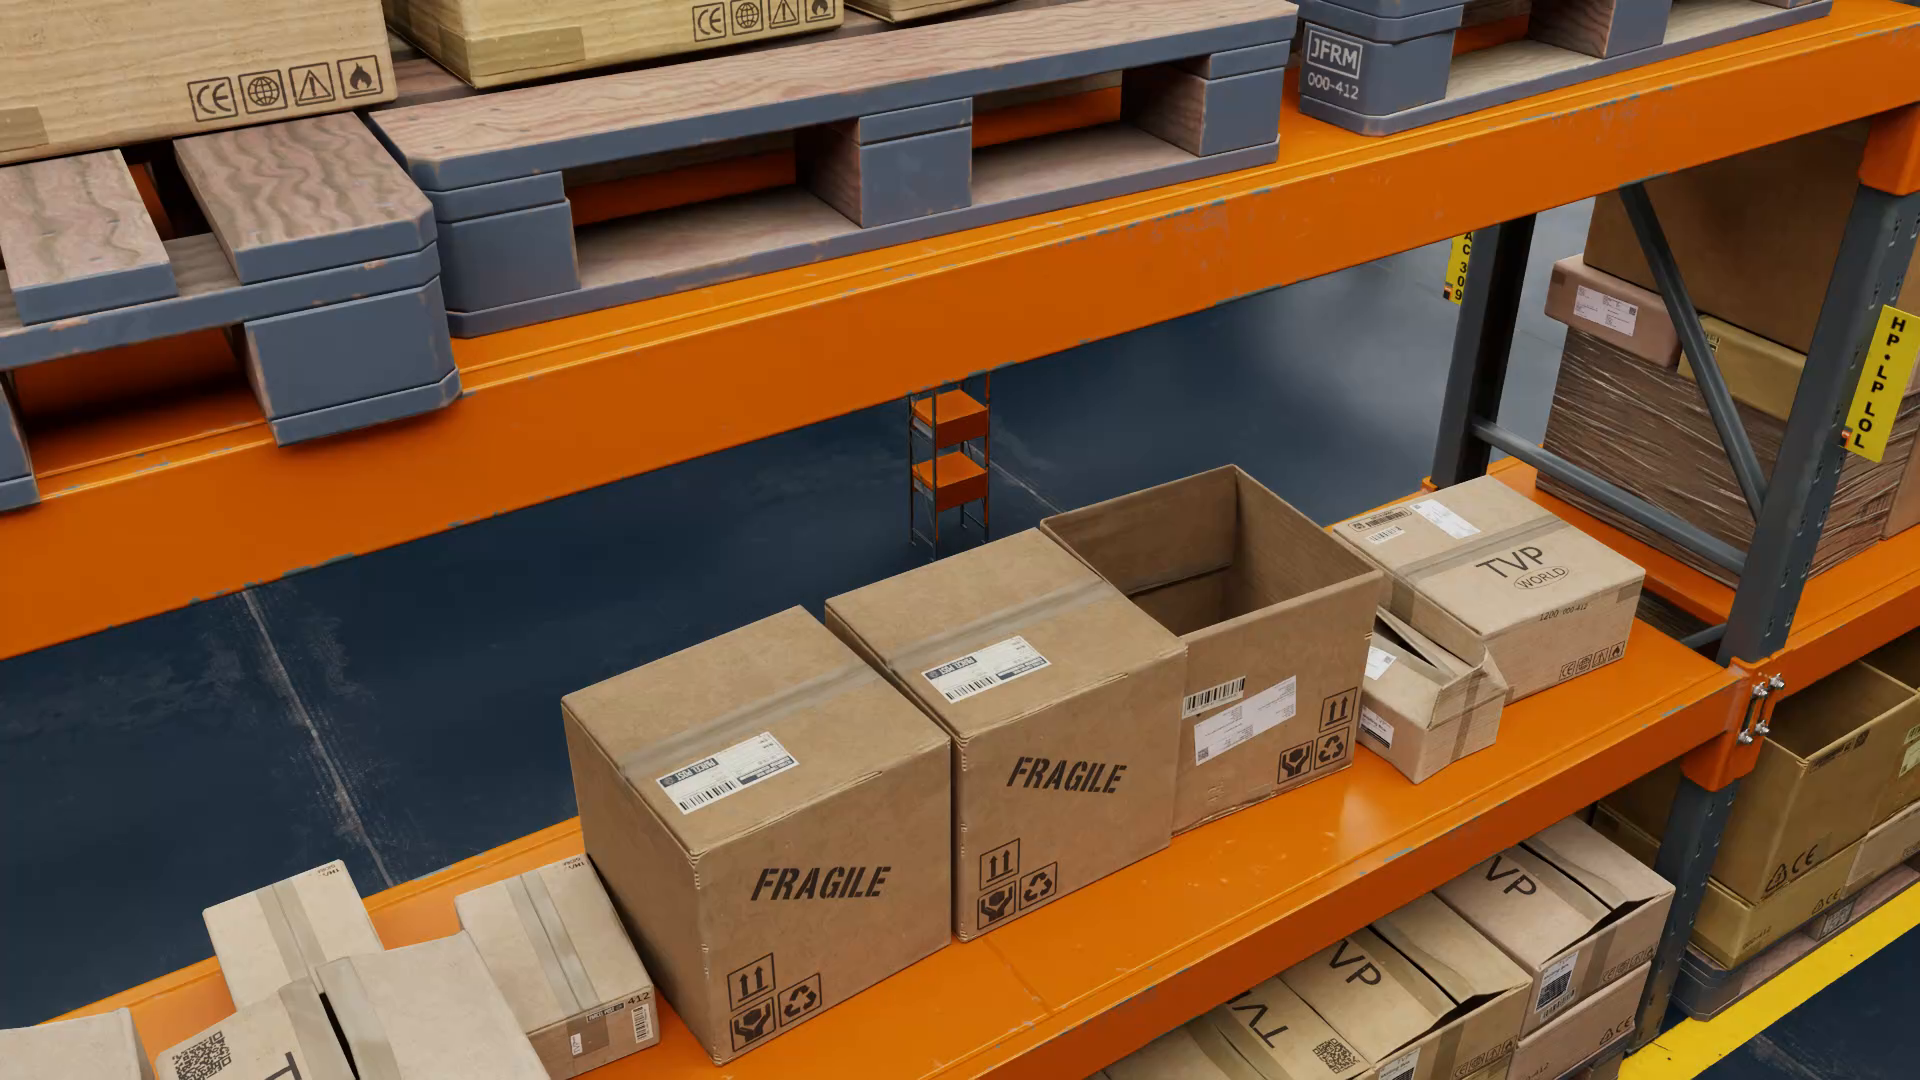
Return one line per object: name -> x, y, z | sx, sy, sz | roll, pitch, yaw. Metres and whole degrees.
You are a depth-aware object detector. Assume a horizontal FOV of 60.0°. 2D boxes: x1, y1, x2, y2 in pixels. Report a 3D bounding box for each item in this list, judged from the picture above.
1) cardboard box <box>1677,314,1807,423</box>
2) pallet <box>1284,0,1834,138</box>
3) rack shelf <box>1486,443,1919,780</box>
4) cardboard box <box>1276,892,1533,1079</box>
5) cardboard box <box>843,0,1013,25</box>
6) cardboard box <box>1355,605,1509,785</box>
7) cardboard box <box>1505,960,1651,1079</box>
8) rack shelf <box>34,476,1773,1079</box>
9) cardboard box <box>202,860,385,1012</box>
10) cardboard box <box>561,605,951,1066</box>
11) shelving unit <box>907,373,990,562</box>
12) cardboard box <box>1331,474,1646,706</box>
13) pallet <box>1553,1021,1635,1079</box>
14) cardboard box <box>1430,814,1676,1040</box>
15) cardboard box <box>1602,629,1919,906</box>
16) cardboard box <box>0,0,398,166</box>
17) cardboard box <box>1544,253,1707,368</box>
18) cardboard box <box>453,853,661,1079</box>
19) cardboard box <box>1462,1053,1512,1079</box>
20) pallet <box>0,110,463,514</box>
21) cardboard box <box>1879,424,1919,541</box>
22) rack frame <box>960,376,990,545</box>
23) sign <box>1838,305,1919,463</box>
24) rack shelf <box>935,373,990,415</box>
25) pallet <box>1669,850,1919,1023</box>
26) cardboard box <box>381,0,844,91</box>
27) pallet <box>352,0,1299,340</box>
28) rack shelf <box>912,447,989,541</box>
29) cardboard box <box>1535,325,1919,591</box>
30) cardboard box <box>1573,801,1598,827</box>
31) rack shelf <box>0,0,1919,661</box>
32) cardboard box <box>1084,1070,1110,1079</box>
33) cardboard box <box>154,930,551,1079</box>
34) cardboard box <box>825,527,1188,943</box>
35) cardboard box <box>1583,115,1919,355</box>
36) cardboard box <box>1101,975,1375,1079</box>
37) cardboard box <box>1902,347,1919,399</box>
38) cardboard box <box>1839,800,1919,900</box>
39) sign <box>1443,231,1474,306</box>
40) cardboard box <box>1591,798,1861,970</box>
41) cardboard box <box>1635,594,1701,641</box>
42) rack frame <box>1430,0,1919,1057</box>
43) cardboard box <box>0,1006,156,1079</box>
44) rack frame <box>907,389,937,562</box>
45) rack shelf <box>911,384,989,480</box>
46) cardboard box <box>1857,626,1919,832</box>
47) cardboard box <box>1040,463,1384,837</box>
cardboard box -> 1.930, -0.413, 3.891 | 0.250, 0.149, 0.380 | -19, 37, -27
pallet -> 0.865, -1.032, 2.943 | 1.217, 0.209, 0.805 | -21, 38, -29
rack shelf -> 3.280, -0.379, 5.214 | 4.000, 0.370, 1.077 | -19, 37, -27
cardboard box -> 0.980, 1.042, 3.945 | 0.500, 0.311, 0.500 | -18, 36, -26
cardboard box -> -0.041, -0.963, 2.401 | 0.500, 0.250, 0.500 | -22, 39, -31
cardboard box -> 0.960, 0.288, 3.608 | 0.258, 0.266, 0.396 | -20, 37, -28
cardboard box -> 1.408, 1.130, 4.331 | 0.500, 0.250, 0.500 | -19, 37, -28
rack shelf -> -0.082, 0.777, 3.381 | 4.000, 0.370, 1.077 | -19, 37, -27
cardboard box -> -1.156, 0.773, 2.948 | 0.250, 0.149, 0.380 | -19, 37, -27
cardboard box -> -0.361, 0.516, 3.026 | 0.500, 0.500, 0.500 | -21, 38, -30
shelving unit -> -0.045, -0.429, 6.445 | 0.252, 1.050, 0.215 | -19, 37, -27
cardboard box -> 1.209, 0.120, 3.889 | 0.500, 0.250, 0.500 | -17, 36, -24
pallet -> 1.001, 1.304, 4.484 | 1.213, 0.211, 1.003 | -19, 37, -27
cardboard box -> 1.414, 0.888, 4.188 | 0.500, 0.311, 0.500 | -19, 37, -27
cardboard box -> 2.159, 0.569, 4.517 | 0.500, 0.500, 0.500 | -19, 37, -27
cardboard box -> -0.981, -0.648, 1.901 | 0.500, 0.250, 0.500 | -18, 36, -26
cardboard box -> 1.712, -0.597, 4.183 | 0.250, 0.149, 0.380 | -19, 37, -27
cardboard box -> -0.721, 0.763, 2.964 | 0.250, 0.149, 0.380 | -16, 36, -24
cardboard box -> 0.982, 1.275, 4.100 | 0.500, 0.250, 0.500 | -20, 37, -28
pallet -> -1.241, -0.374, 1.897 | 1.003, 0.211, 1.213 | -17, 36, -25
cardboard box -> 2.409, -0.434, 4.533 | 0.500, 0.500, 0.700 | -19, 37, -28
rack frame -> 0.058, -0.464, 6.501 | 0.008, 1.050, 0.200 | -19, 37, -27
sign -> 1.902, -0.321, 3.436 | 0.005, 0.325, 0.100 | -19, 37, -27
rack shelf -> -0.045, -0.660, 6.300 | 0.240, 0.259, 0.215 | -19, 37, -27
pallet -> 2.290, 0.863, 5.184 | 1.213, 0.211, 1.003 | -19, 37, -27
cardboard box -> -0.494, -0.808, 2.155 | 0.500, 0.250, 0.500 | -20, 37, -28
pallet -> -0.302, -0.699, 2.412 | 1.213, 0.211, 1.003 | -17, 36, -25
rack shelf -> -0.045, -0.185, 6.599 | 0.240, 0.259, 0.215 | -19, 37, -27
cardboard box -> 1.969, -0.279, 4.287 | 0.500, 0.500, 0.700 | -20, 37, -28
cardboard box -> 1.871, 0.648, 5.095 | 0.500, 0.250, 0.500 | -19, 37, -27
rack shelf -> -0.082, -0.492, 2.581 | 4.000, 0.370, 1.077 | -19, 37, -27
cardboard box -> 0.135, 1.328, 3.491 | 0.500, 0.311, 0.500 | -19, 37, -28
cardboard box -> -0.906, 0.917, 2.568 | 0.500, 0.311, 0.500 | -19, 37, -28
cardboard box -> 0.081, 0.364, 3.268 | 0.500, 0.500, 0.500 | -19, 37, -27
cardboard box -> 1.969, -0.827, 3.941 | 0.500, 0.500, 0.700 | -19, 37, -27
cardboard box -> 0.560, 1.185, 3.718 | 0.500, 0.311, 0.500 | -19, 37, -27
cardboard box -> 2.141, -0.485, 4.006 | 0.250, 0.149, 0.380 | -18, 37, -27
cardboard box -> 2.576, 0.740, 4.950 | 0.500, 0.250, 0.500 | -19, 37, -27
sign -> 1.297, -0.753, 4.247 | 0.005, 0.325, 0.100 | -19, 37, -27
cardboard box -> 2.153, 0.882, 4.724 | 0.500, 0.250, 0.500 | -19, 37, -27
cardboard box -> 2.297, 0.191, 5.116 | 0.500, 0.500, 0.500 | -19, 37, -27
rack frame -> 1.599, -0.105, 4.106 | 0.127, 3.000, 1.000 | -19, 37, -27
cardboard box -> -1.433, 1.003, 2.432 | 0.500, 0.311, 0.500 | -17, 36, -24
rack frame -> -0.148, -0.393, 6.390 | 0.008, 1.050, 0.200 | -19, 37, -27
rack shelf -> -0.045, -0.420, 6.451 | 0.240, 0.259, 0.215 | -19, 37, -27
cardboard box -> 2.575, 0.421, 4.752 | 0.500, 0.500, 0.500 | -19, 37, -27
cardboard box -> 0.502, 0.219, 3.497 | 0.500, 0.500, 0.500 | -16, 36, -24
